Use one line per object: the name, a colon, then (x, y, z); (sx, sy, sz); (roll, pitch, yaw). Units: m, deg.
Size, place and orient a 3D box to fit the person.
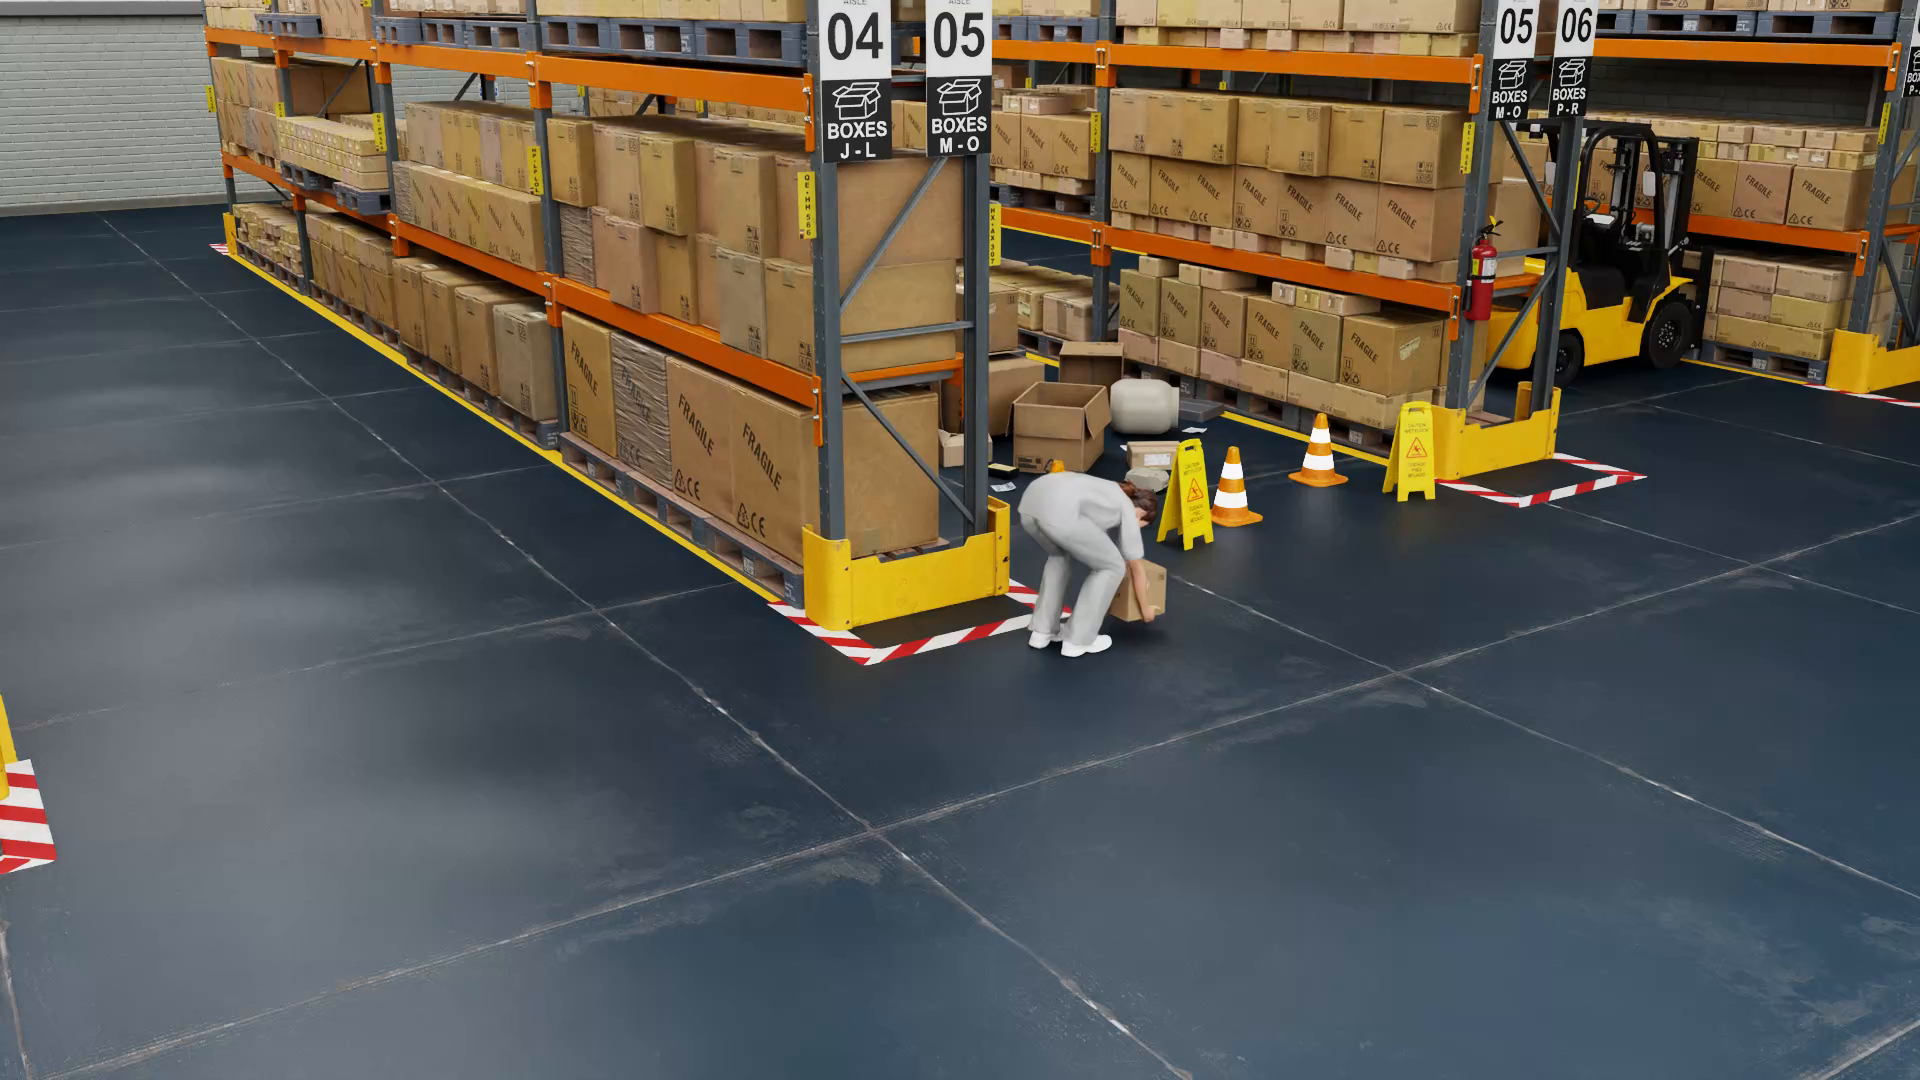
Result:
person: (0.670, 0.079, 8.510); (0.852, 0.930, 0.458); (-15, 23, -38)
